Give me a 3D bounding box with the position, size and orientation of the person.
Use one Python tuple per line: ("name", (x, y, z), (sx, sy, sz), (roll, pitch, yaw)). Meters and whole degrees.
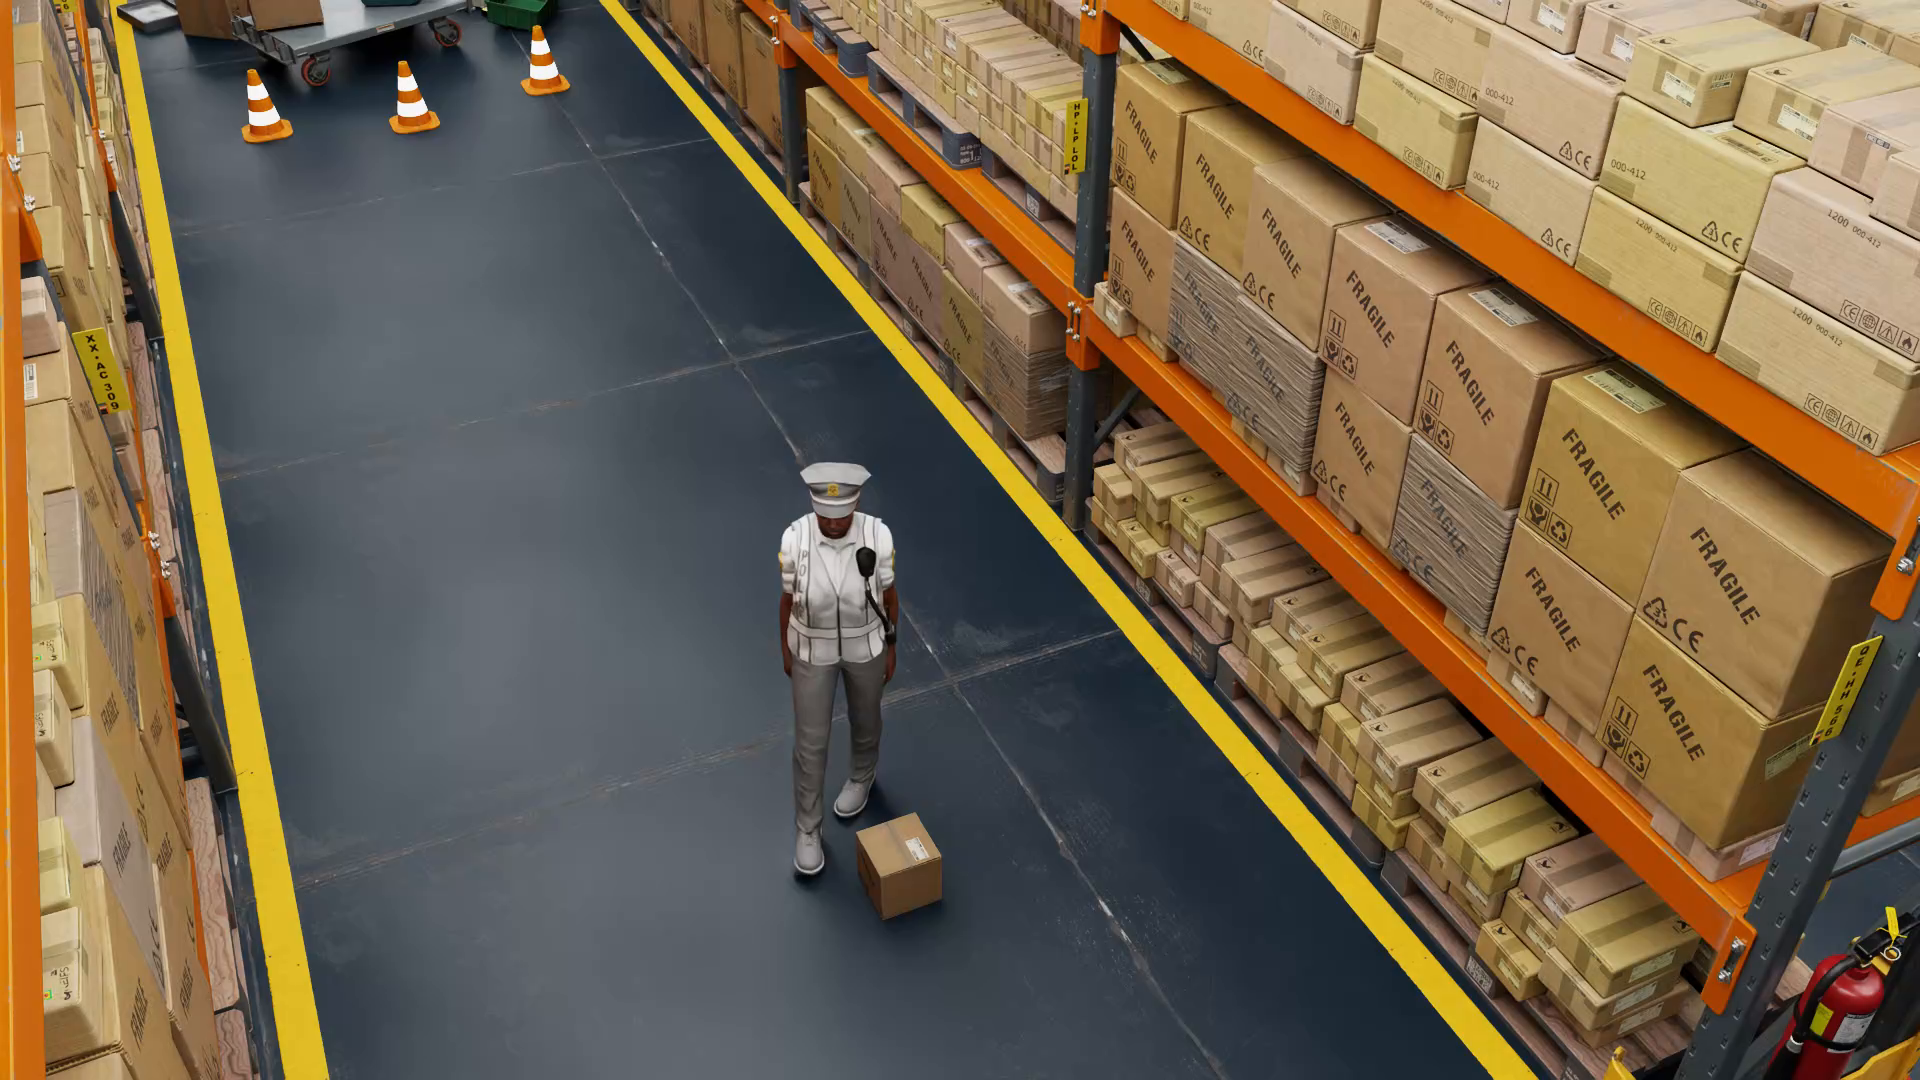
("person", (-0.444, 0.481, 6.204), (0.458, 1.674, 0.590), (-4, 38, -5))
